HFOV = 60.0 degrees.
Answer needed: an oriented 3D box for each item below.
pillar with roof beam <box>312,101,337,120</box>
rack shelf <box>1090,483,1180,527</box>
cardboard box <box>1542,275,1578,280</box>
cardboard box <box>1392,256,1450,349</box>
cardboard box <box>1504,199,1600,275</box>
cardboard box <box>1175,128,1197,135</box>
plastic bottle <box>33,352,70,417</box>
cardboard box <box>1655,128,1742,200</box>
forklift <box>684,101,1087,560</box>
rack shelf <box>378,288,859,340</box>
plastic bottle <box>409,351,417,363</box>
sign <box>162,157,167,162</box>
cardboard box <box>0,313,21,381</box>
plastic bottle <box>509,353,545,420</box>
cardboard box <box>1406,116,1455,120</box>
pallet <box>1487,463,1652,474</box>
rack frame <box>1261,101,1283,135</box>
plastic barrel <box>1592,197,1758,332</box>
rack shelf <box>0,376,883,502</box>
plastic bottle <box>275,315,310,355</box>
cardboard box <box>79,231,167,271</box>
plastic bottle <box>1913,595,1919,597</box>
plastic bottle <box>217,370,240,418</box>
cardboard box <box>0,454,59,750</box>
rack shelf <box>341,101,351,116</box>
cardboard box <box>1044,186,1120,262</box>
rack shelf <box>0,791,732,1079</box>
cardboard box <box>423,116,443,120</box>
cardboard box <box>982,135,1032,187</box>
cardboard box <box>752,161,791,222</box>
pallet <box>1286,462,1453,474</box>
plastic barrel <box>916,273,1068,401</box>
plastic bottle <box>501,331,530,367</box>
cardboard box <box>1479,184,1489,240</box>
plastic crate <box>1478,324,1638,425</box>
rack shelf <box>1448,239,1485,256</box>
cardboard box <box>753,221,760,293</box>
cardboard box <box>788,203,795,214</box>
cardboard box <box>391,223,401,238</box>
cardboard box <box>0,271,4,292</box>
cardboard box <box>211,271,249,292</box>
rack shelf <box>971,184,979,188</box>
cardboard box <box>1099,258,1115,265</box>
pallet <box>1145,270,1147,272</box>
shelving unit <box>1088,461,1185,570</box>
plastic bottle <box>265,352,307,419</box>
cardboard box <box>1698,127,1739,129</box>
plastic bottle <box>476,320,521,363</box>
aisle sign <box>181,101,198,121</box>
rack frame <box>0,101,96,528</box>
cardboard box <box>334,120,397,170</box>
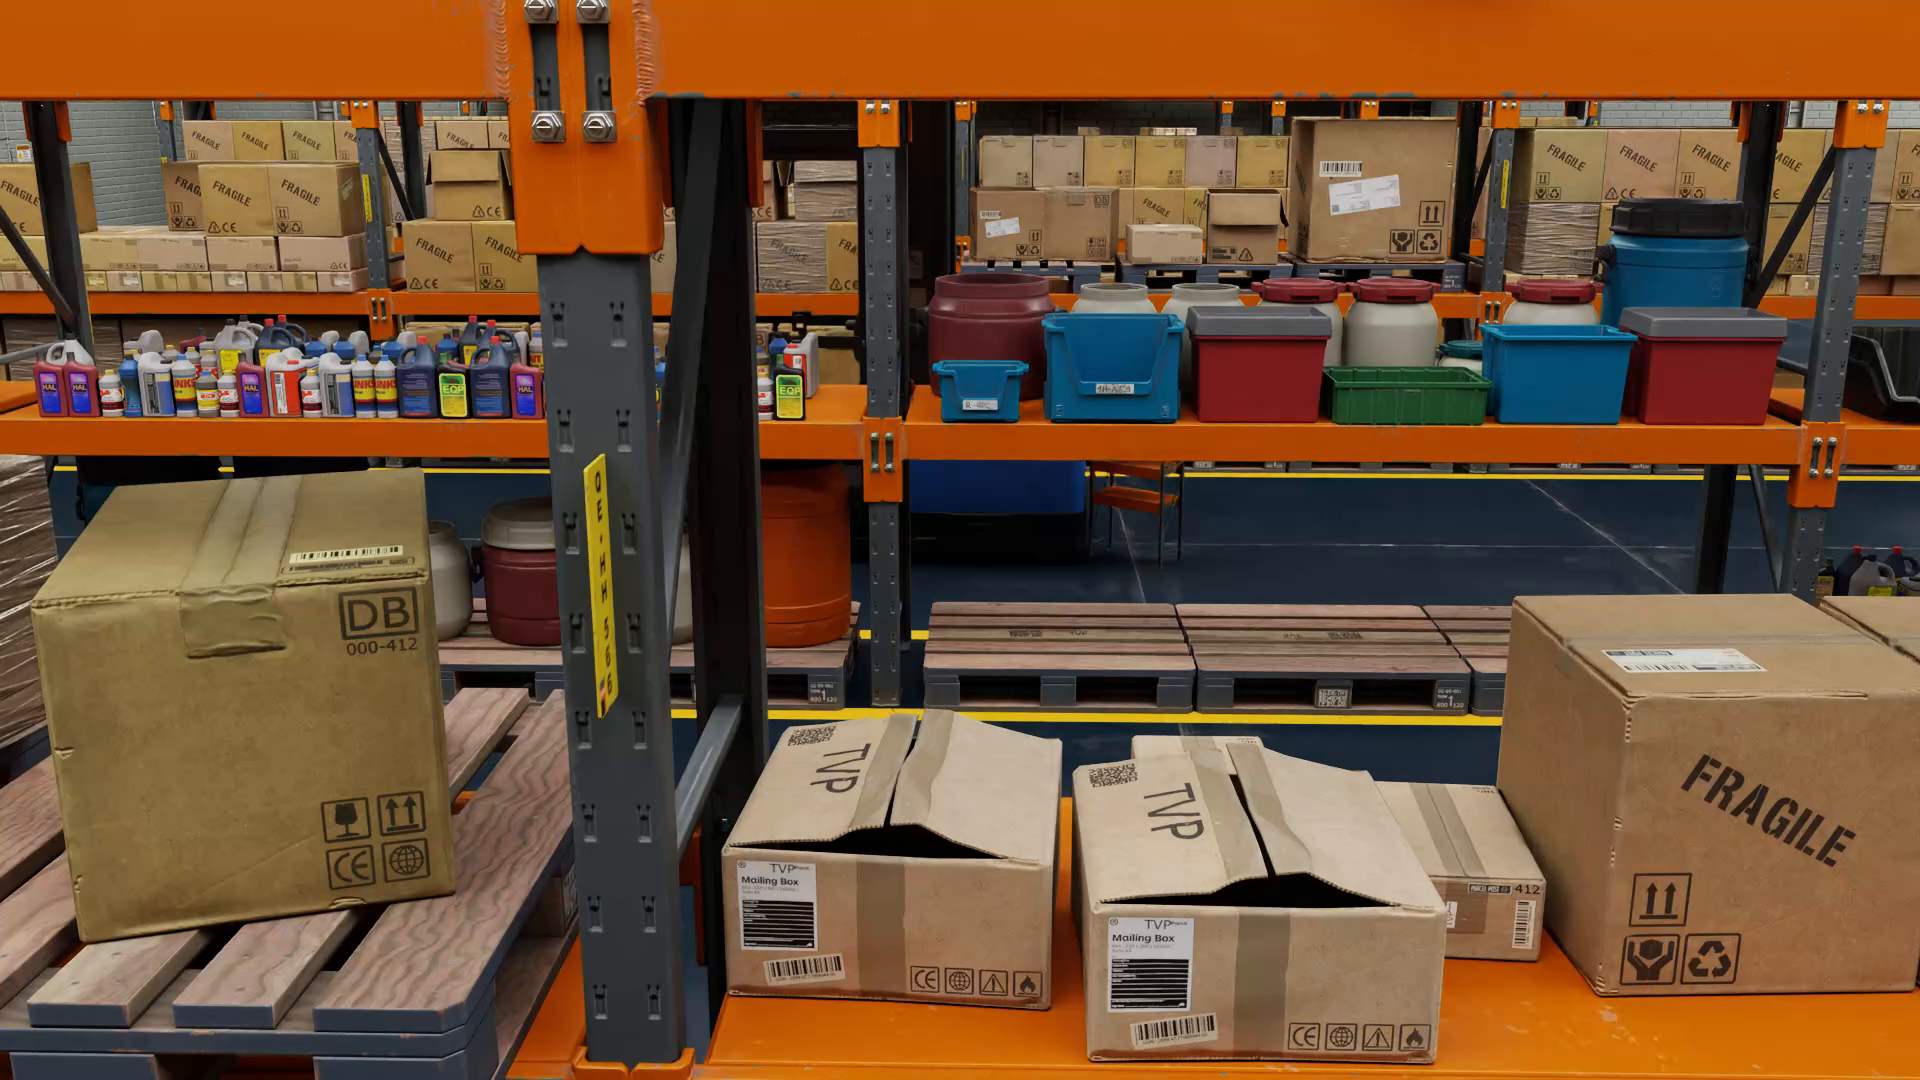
[{"bbox_3d":[-10.599,-7.980,22.947,0.400,9.000,9.100,0,15,1],"label":"pillar with roof beam"},{"bbox_3d":[1.041,-0.210,9.825,0.480,0.148,0.258,12,19,37],"label":"rack shelf"},{"bbox_3d":[4.260,-1.854,11.980,0.250,0.149,0.380,0,15,1],"label":"cardboard box"},{"bbox_3d":[4.658,-2.477,17.189,0.875,0.875,0.875,1,15,2],"label":"cardboard box"},{"bbox_3d":[4.251,-2.232,12.141,0.500,0.500,0.875,0,15,1],"label":"cardboard box"},{"bbox_3d":[2.900,-5.241,21.452,0.250,0.149,0.380,0,15,0],"label":"cardboard box"},{"bbox_3d":[-3.965,-0.680,7.266,0.133,0.283,0.061,0,15,1],"label":"plastic bottle"},{"bbox_3d":[5.246,-2.660,11.804,0.500,0.500,0.500,0,15,1],"label":"cardboard box"},{"bbox_3d":[-0.752,-1.417,9.966,3.031,2.935,1.130,1,15,2],"label":"forklift"},{"bbox_3d":[-2.195,-1.750,12.503,4.000,0.370,1.077,0,15,1],"label":"rack shelf"},{"bbox_3d":[-2.397,-0.705,7.386,0.097,0.271,0.097,0,15,0],"label":"plastic bottle"},{"bbox_3d":[-7.979,-3.681,16.716,0.005,0.325,0.100,0,15,1],"label":"sign"},{"bbox_3d":[-7.551,-1.329,12.838,0.875,0.875,0.875,0,15,1],"label":"cardboard box"},{"bbox_3d":[-1.880,-0.666,7.215,0.133,0.283,0.061,0,15,1],"label":"plastic bottle"},{"bbox_3d":[6.025,-5.204,21.446,0.500,0.500,0.700,0,15,1],"label":"cardboard box"},{"bbox_3d":[4.475,-0.715,12.636,1.213,0.211,1.003,0,15,1],"label":"pallet"},{"bbox_3d":[4.056,-4.586,21.842,0.127,3.000,1.000,0,15,1],"label":"rack frame"},{"bbox_3d":[3.298,-1.118,7.713,0.708,0.901,0.600,0,15,1],"label":"plastic barrel"},{"bbox_3d":[-2.322,-0.487,7.715,4.000,0.370,1.077,0,15,1],"label":"rack shelf"},{"bbox_3d":[-3.209,-0.900,7.968,0.185,0.351,0.144,0,15,1],"label":"plastic bottle"},{"bbox_3d":[-6.176,-2.128,12.237,0.500,0.250,0.500,0,15,0],"label":"cardboard box"},{"bbox_3d":[4.310,0.387,7.455,0.133,0.283,0.061,0,15,1],"label":"plastic bottle"},{"bbox_3d":[-3.192,-0.640,7.275,0.097,0.201,0.097,0,15,0],"label":"plastic bottle"},{"bbox_3d":[-1.994,0.160,2.833,0.500,0.500,0.700,3,15,12],"label":"cardboard box"},{"bbox_3d":[-5.941,-5.753,21.798,4.000,0.370,1.077,0,15,1],"label":"rack shelf"},{"bbox_3d":[0.906,-2.365,12.403,0.500,0.500,0.700,3,15,10],"label":"cardboard box"},{"bbox_3d":[-2.452,0.776,2.927,4.000,0.370,1.077,0,15,1],"label":"rack shelf"},{"bbox_3d":[-6.808,-5.425,21.594,0.250,0.149,0.380,0,15,0],"label":"cardboard box"},{"bbox_3d":[0.480,-3.875,16.992,0.500,0.500,0.700,0,15,1],"label":"cardboard box"},{"bbox_3d":[-1.578,-2.632,12.273,0.637,0.503,0.797,1,15,3],"label":"cardboard box"},{"bbox_3d":[3.025,-0.715,12.636,1.213,0.211,1.003,0,15,1],"label":"pallet"},{"bbox_3d":[0.149,-0.962,7.838,0.708,0.536,0.600,0,15,1],"label":"plastic barrel"},{"bbox_3d":[-2.133,-0.856,7.947,0.135,0.276,0.152,0,15,1],"label":"plastic bottle"},{"bbox_3d":[5.487,-3.365,16.919,0.550,0.550,0.875,0,15,1],"label":"cardboard box"},{"bbox_3d":[2.566,-0.716,7.204,0.575,0.384,0.392,0,15,1],"label":"plastic crate"},{"bbox_3d":[6.030,-2.962,17.097,4.000,0.370,1.077,0,15,1],"label":"rack shelf"},{"bbox_3d":[-1.713,-2.080,12.149,0.500,0.500,0.500,0,15,0],"label":"cardboard box"},{"bbox_3d":[-1.755,-3.326,16.736,0.250,0.149,0.380,1,15,3],"label":"cardboard box"},{"bbox_3d":[-5.823,-3.187,17.034,0.250,0.149,0.380,1,15,3],"label":"cardboard box"},{"bbox_3d":[-7.073,-1.925,12.247,0.250,0.149,0.380,0,15,1],"label":"cardboard box"},{"bbox_3d":[-5.279,-1.913,12.202,0.250,0.149,0.380,1,15,2],"label":"cardboard box"},{"bbox_3d":[2.180,-5.517,26.781,4.000,0.370,1.077,0,15,1],"label":"rack shelf"},{"bbox_3d":[2.118,-3.529,22.164,0.625,0.372,0.950,1,15,3],"label":"cardboard box"},{"bbox_3d":[3.442,-4.498,26.976,1.213,0.211,1.003,0,15,1],"label":"pallet"},{"bbox_3d":[1.041,-0.467,9.757,0.503,1.200,0.258,12,19,37],"label":"shelving unit"},{"bbox_3d":[-2.942,-0.681,7.286,0.135,0.276,0.152,0,15,1],"label":"plastic bottle"},{"bbox_3d":[5.759,-2.791,12.299,0.500,0.500,0.500,0,15,1],"label":"cardboard box"},{"bbox_3d":[-2.162,-0.854,7.795,0.185,0.351,0.144,0,15,1],"label":"plastic bottle"},{"bbox_3d":[-8.031,-4.735,17.311,0.004,0.787,0.394,0,15,1],"label":"aisle sign"},{"bbox_3d":[-4.321,-0.848,7.673,0.127,3.000,1.000,0,15,1],"label":"rack frame"},{"bbox_3d":[-5.990,-3.993,16.855,0.500,0.500,0.500,0,15,0],"label":"cardboard box"}]
